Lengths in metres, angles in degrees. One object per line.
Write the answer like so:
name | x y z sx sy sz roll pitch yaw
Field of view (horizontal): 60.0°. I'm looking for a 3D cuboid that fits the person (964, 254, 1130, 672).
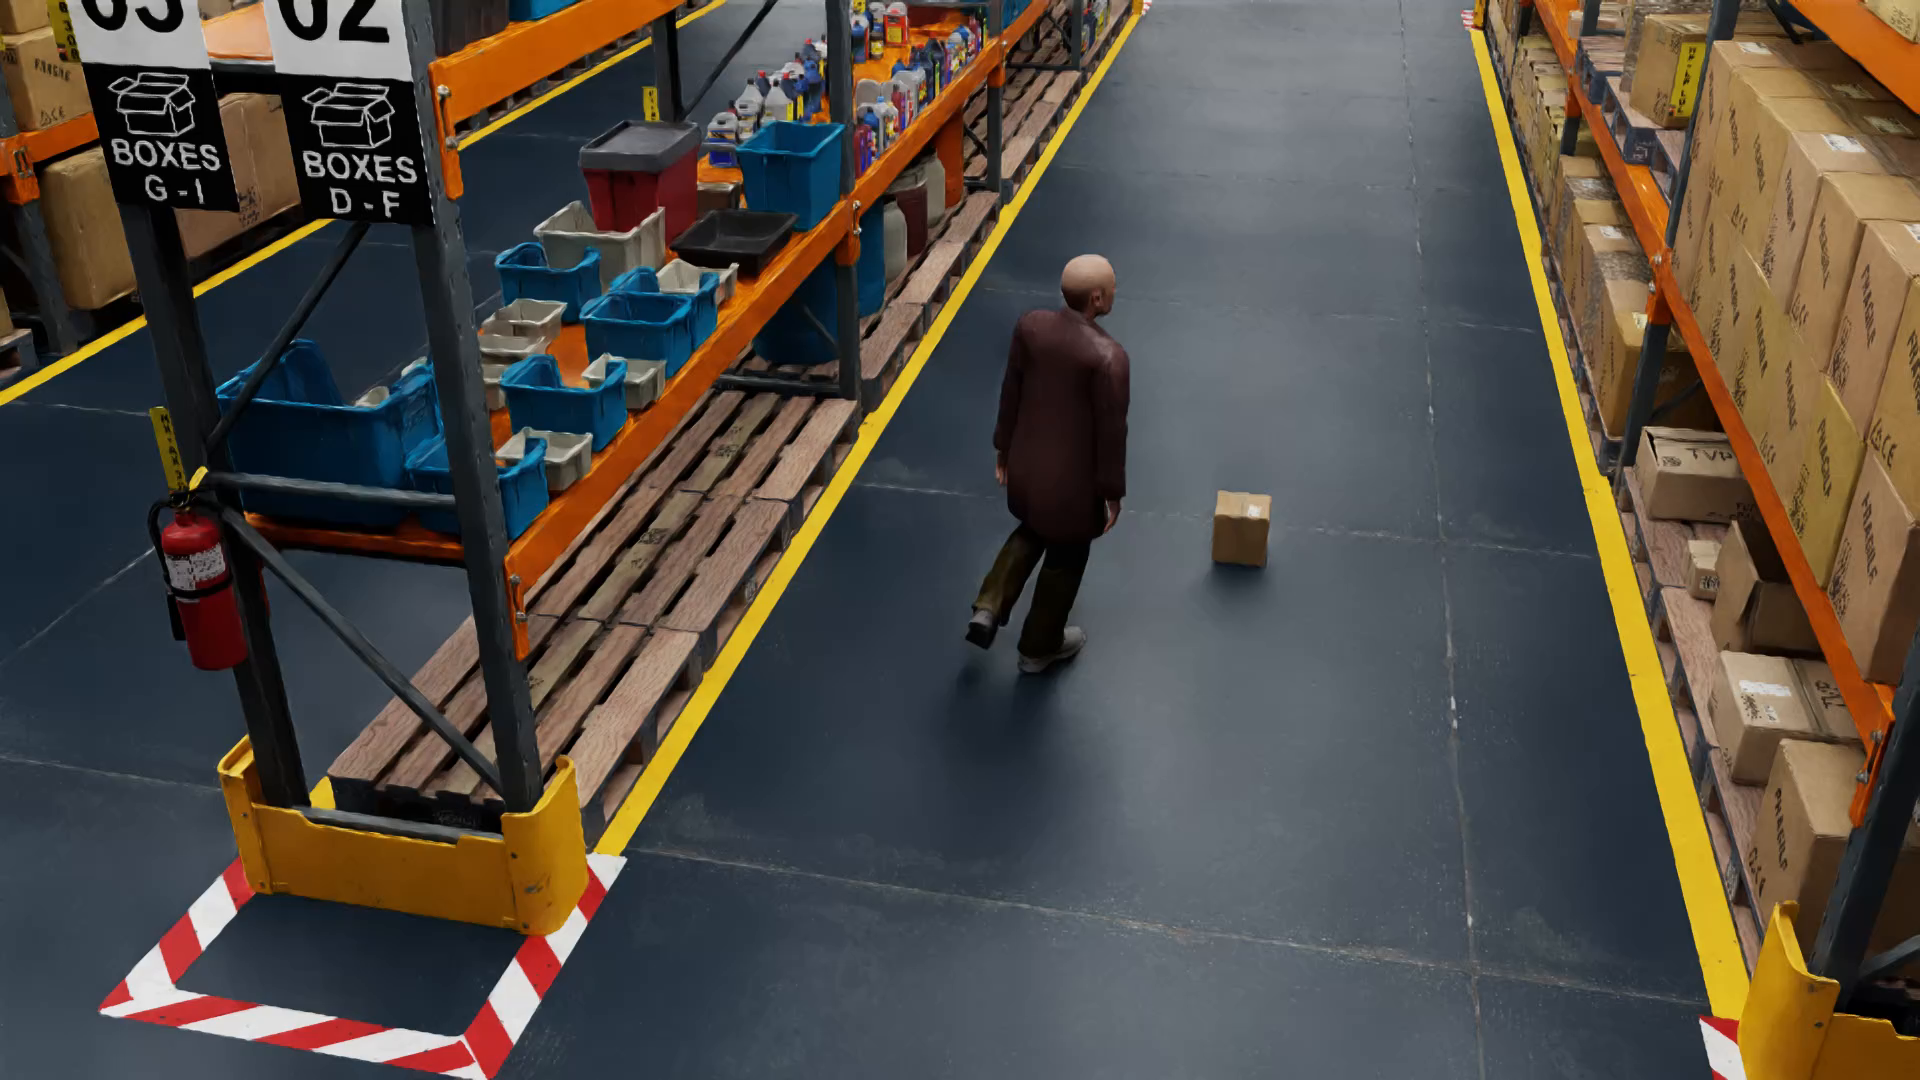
person | 0.340 -0.248 6.542 0.576 1.769 0.648 -25 37 -37
